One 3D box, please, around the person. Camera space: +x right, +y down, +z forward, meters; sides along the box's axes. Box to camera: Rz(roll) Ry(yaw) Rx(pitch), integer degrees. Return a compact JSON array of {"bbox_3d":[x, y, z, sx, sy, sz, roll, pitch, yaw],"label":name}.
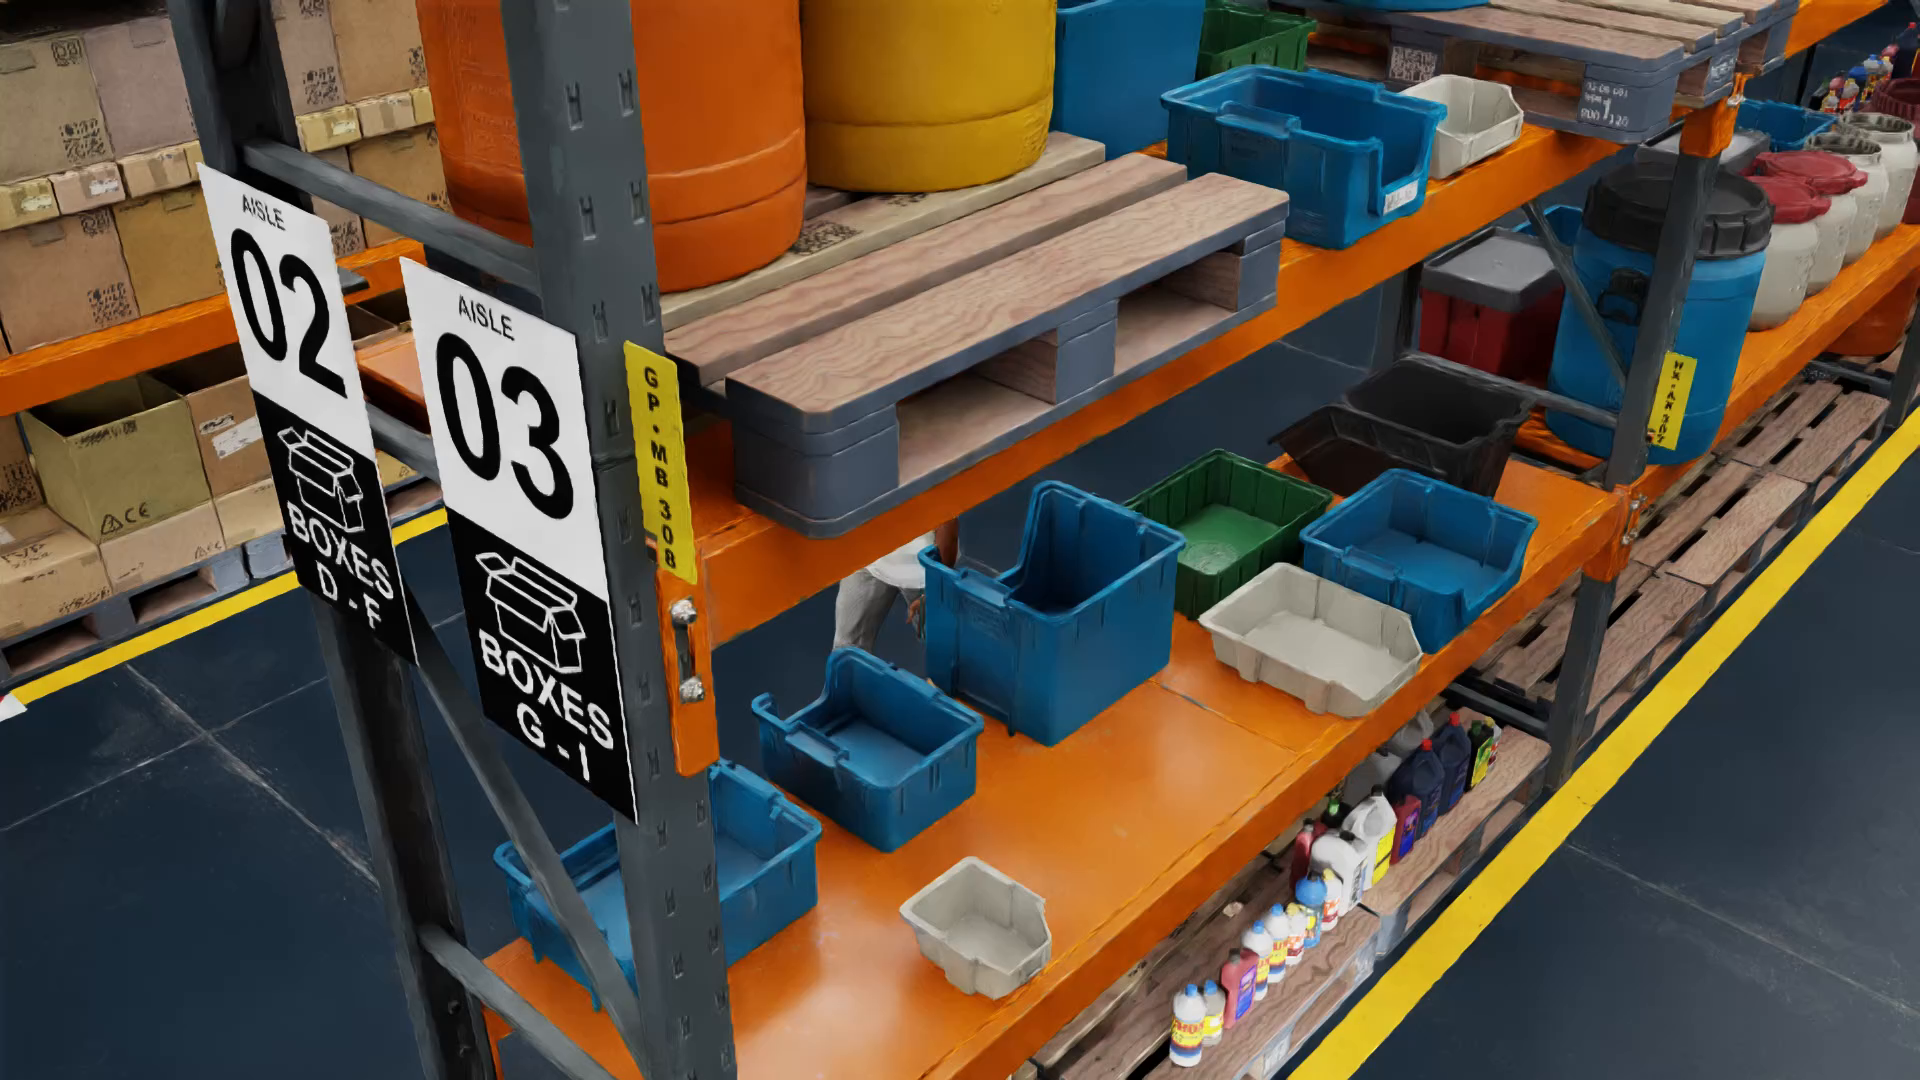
[{"bbox_3d":[-0.250,0.087,5.977,0.593,1.725,0.955,27,40,37],"label":"person"}]
